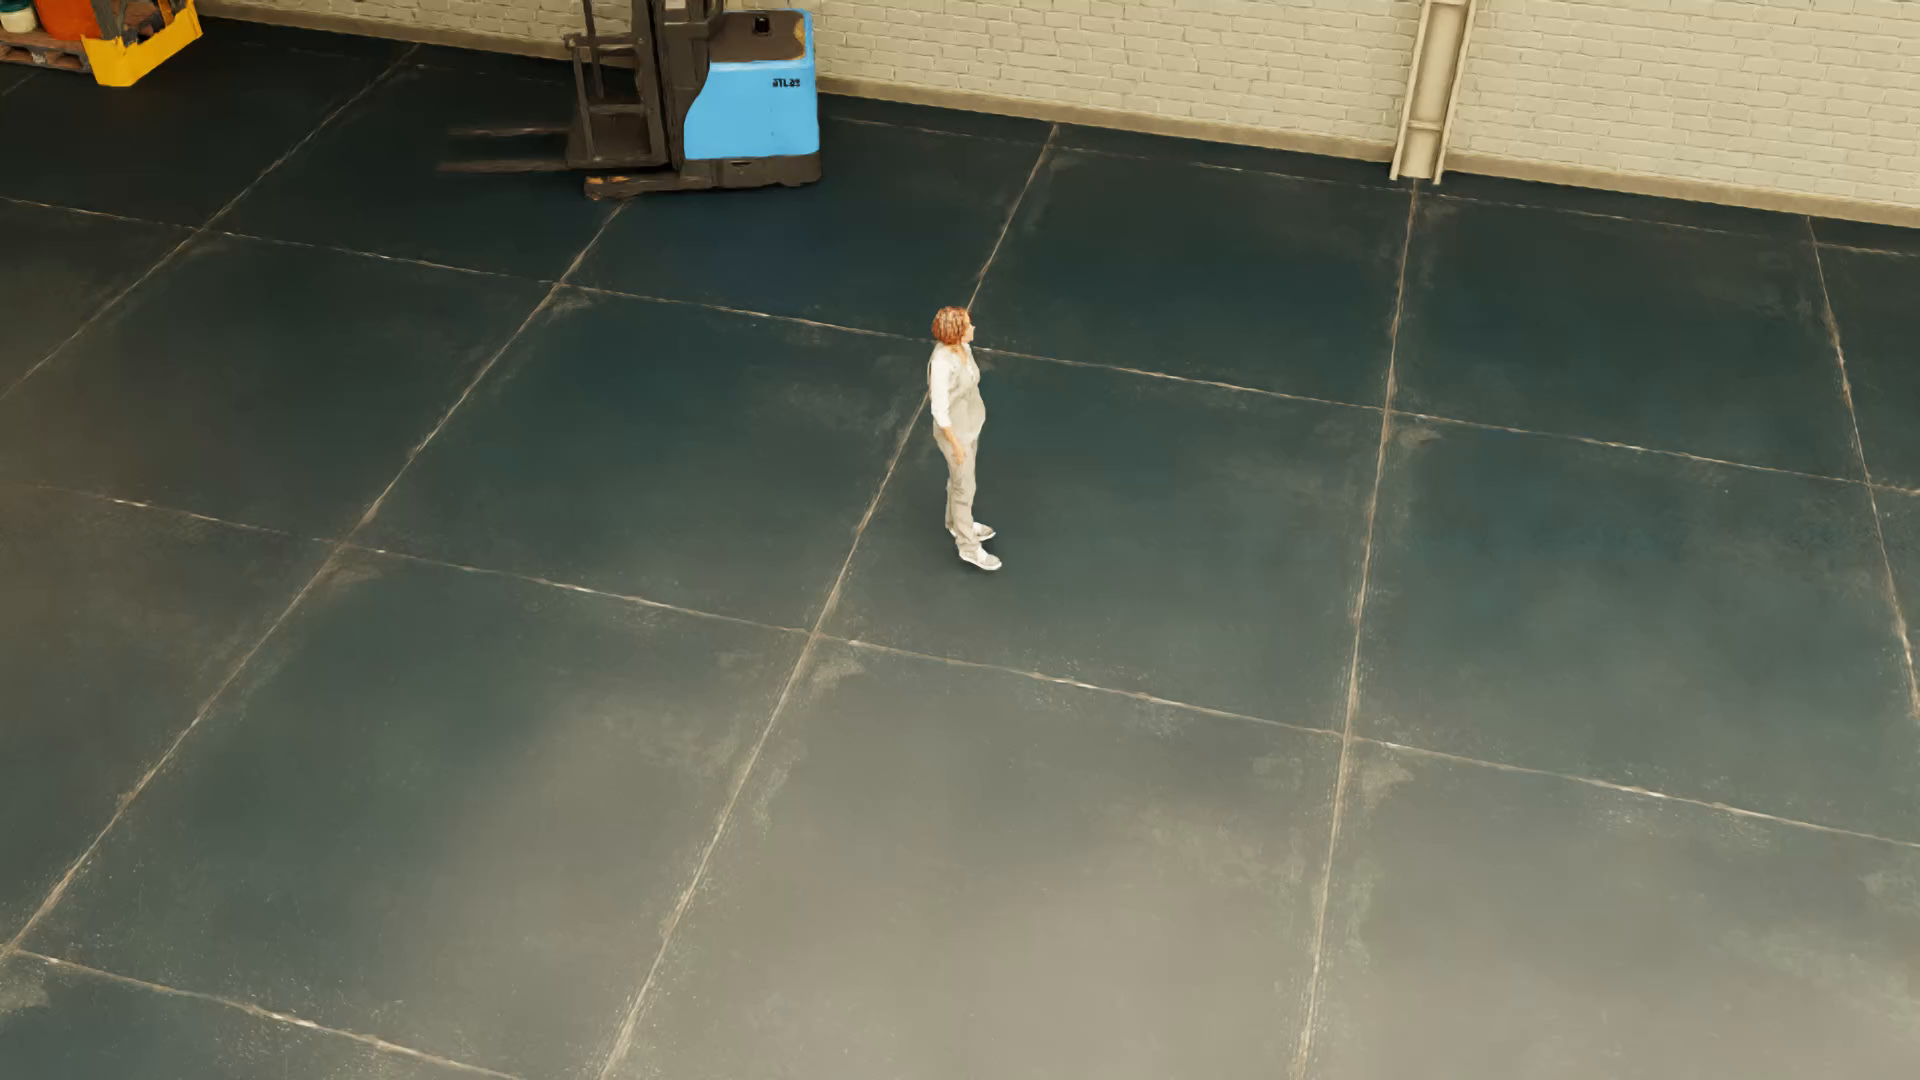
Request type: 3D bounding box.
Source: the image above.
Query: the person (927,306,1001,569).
[{"bbox_3d":[0.067,-0.614,9.504,0.476,1.596,0.521,10,42,11],"label":"person"}]

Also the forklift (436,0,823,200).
[{"bbox_3d":[-2.644,-4.160,12.607,3.031,2.935,1.130,-3,41,-4],"label":"forklift"}]
